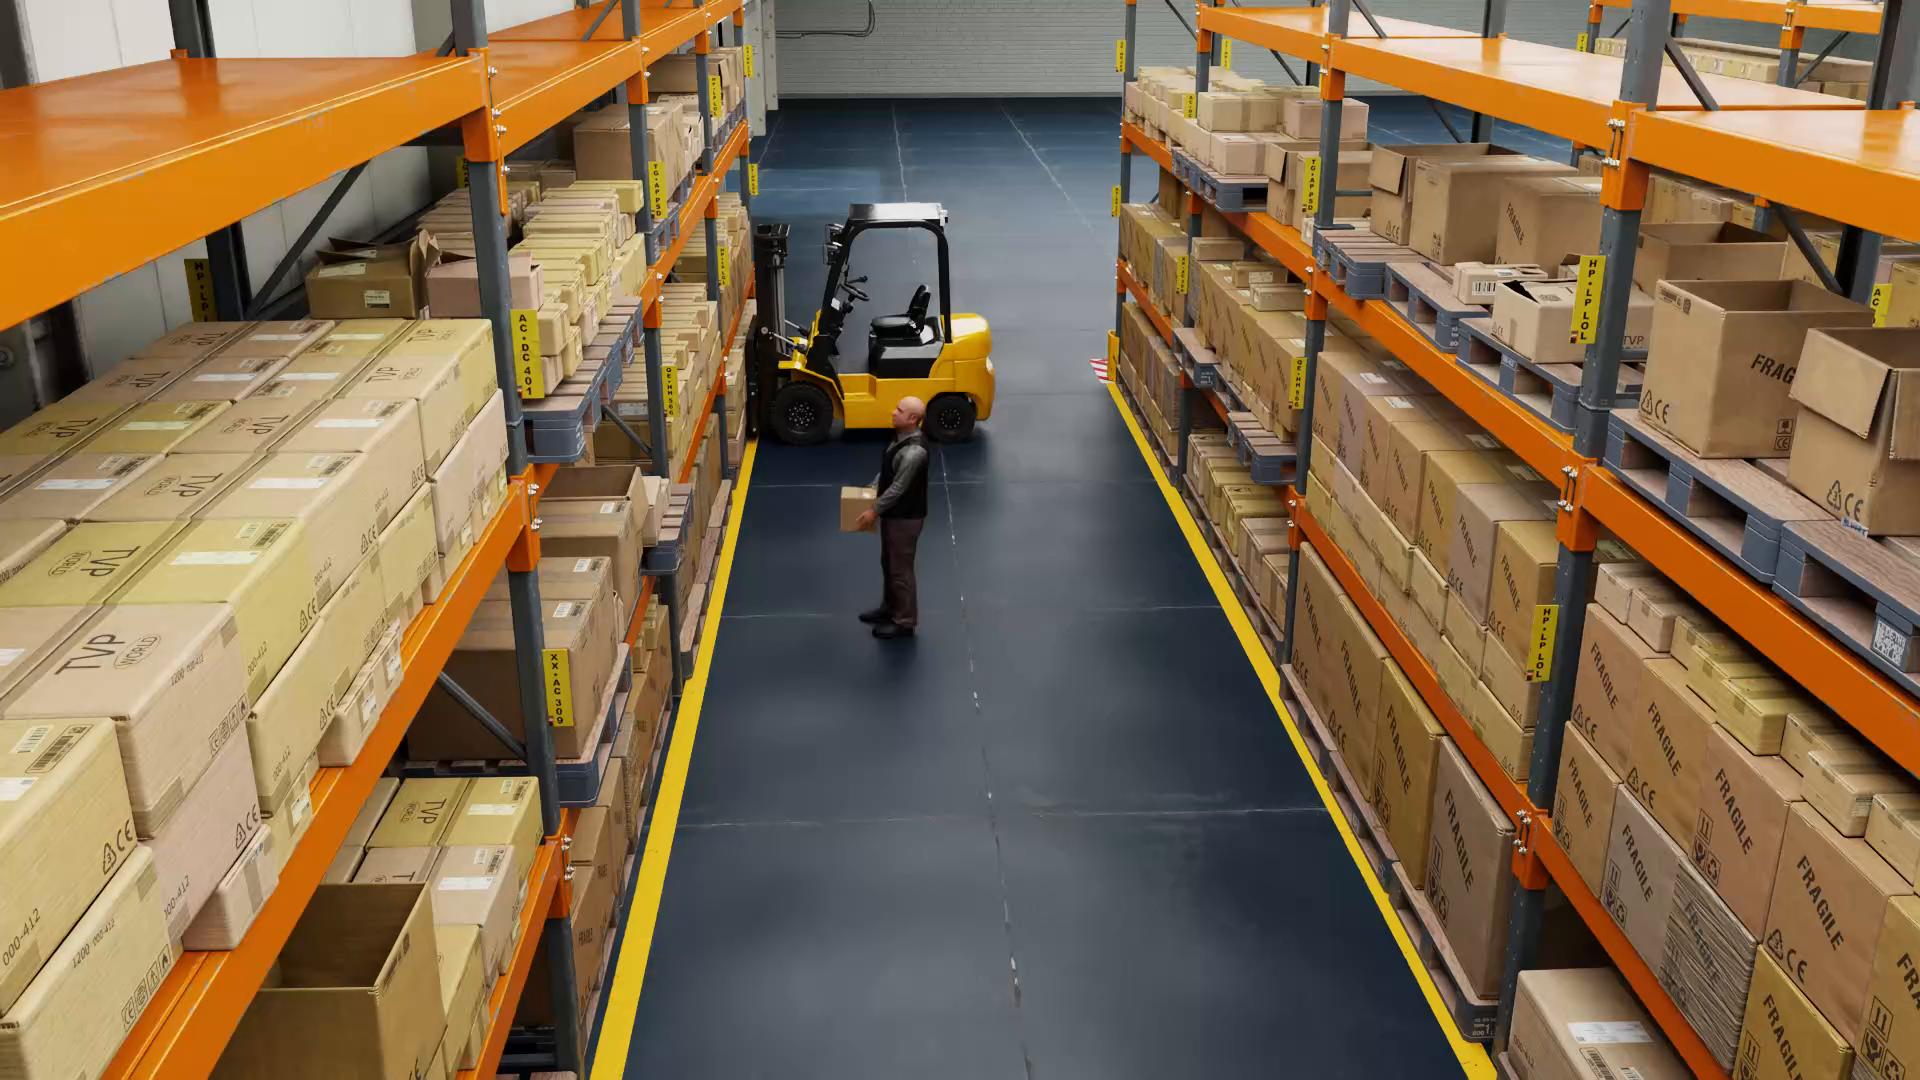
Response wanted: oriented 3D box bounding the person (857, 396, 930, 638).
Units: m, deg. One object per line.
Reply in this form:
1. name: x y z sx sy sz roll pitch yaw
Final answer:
1. person: -0.469 -0.162 11.544 0.521 1.726 0.546 -3 20 -7
